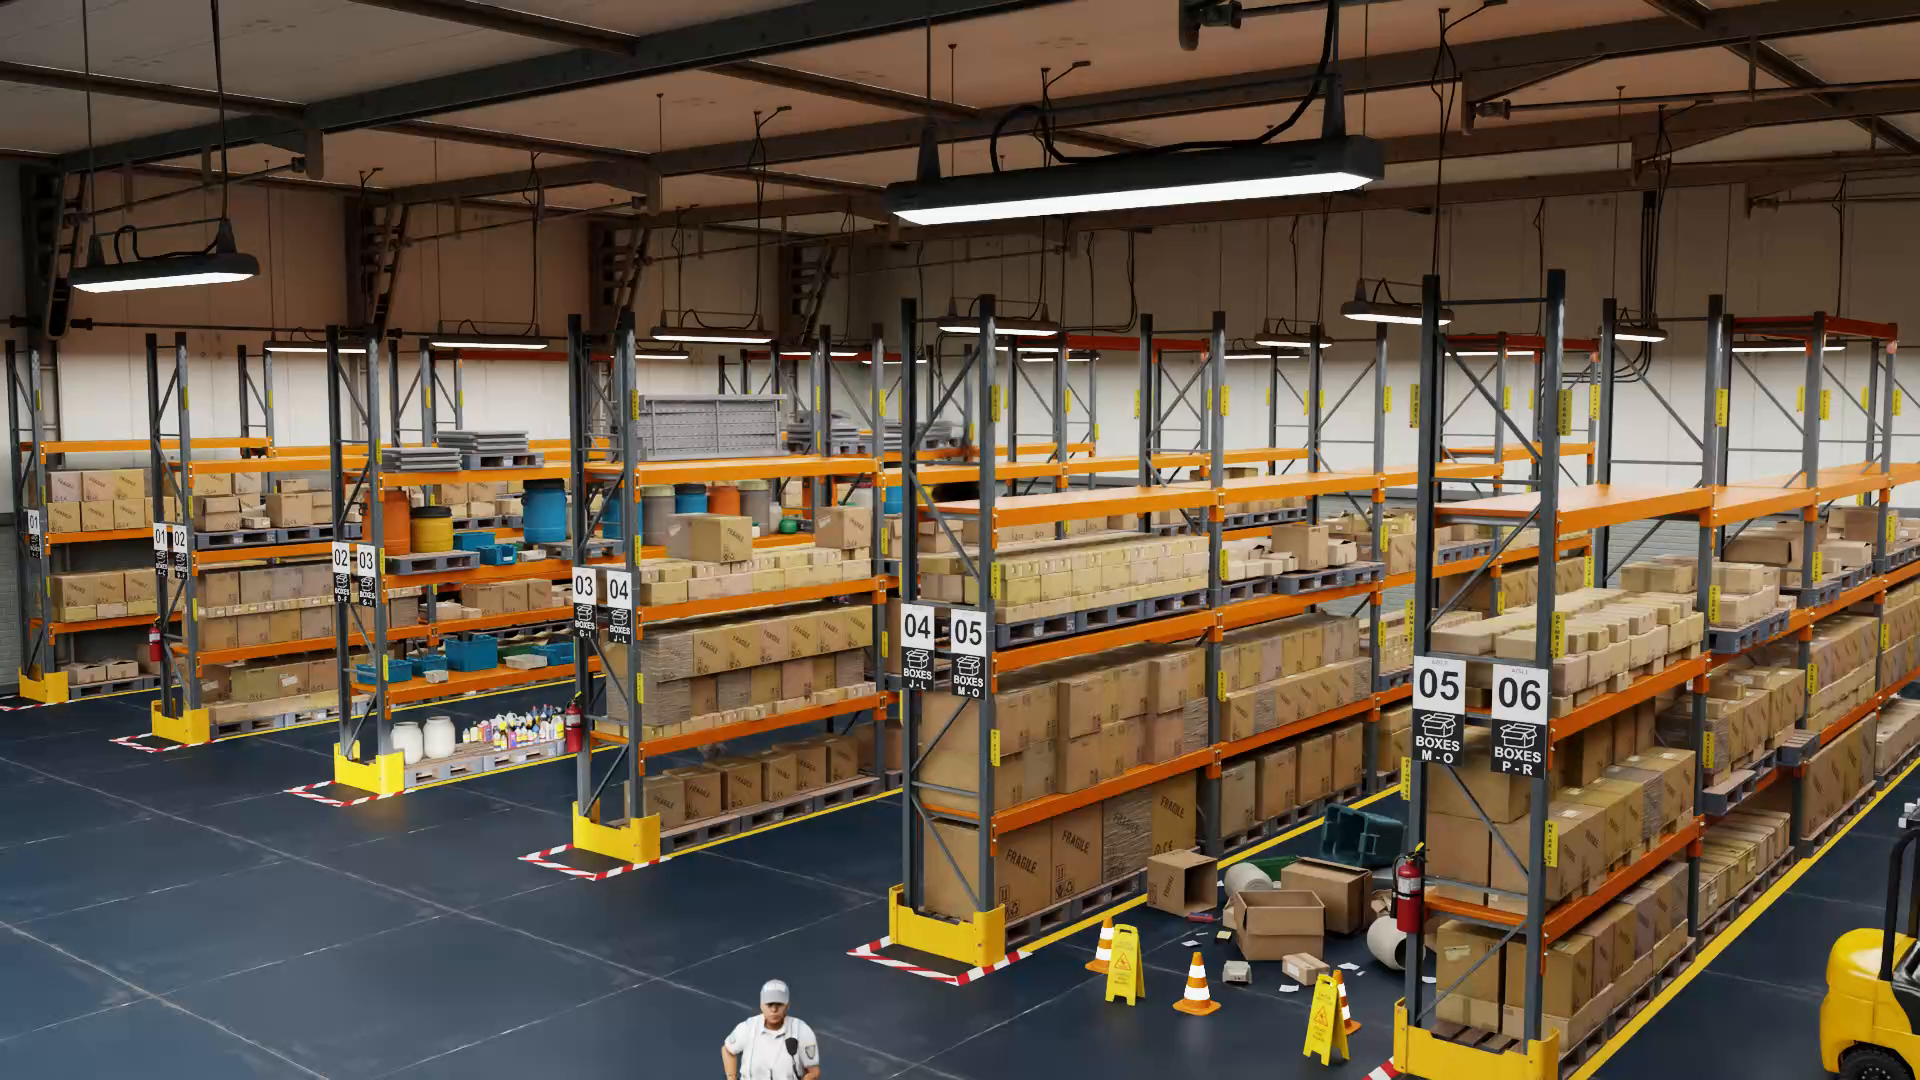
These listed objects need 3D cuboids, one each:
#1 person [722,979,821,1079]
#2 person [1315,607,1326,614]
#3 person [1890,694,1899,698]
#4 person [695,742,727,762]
[{"bbox_3d":[-1.118,3.450,9.926,0.578,1.660,0.653,-1,5,-10],"label":"person"},{"bbox_3d":[5.987,1.900,27.834,0.540,1.545,0.537,3,6,30],"label":"person"},{"bbox_3d":[14.459,1.987,25.877,0.691,1.726,0.652,-3,6,-29],"label":"person"},{"bbox_3d":[-3.204,2.289,21.702,0.647,1.725,0.646,3,6,33],"label":"person"}]
